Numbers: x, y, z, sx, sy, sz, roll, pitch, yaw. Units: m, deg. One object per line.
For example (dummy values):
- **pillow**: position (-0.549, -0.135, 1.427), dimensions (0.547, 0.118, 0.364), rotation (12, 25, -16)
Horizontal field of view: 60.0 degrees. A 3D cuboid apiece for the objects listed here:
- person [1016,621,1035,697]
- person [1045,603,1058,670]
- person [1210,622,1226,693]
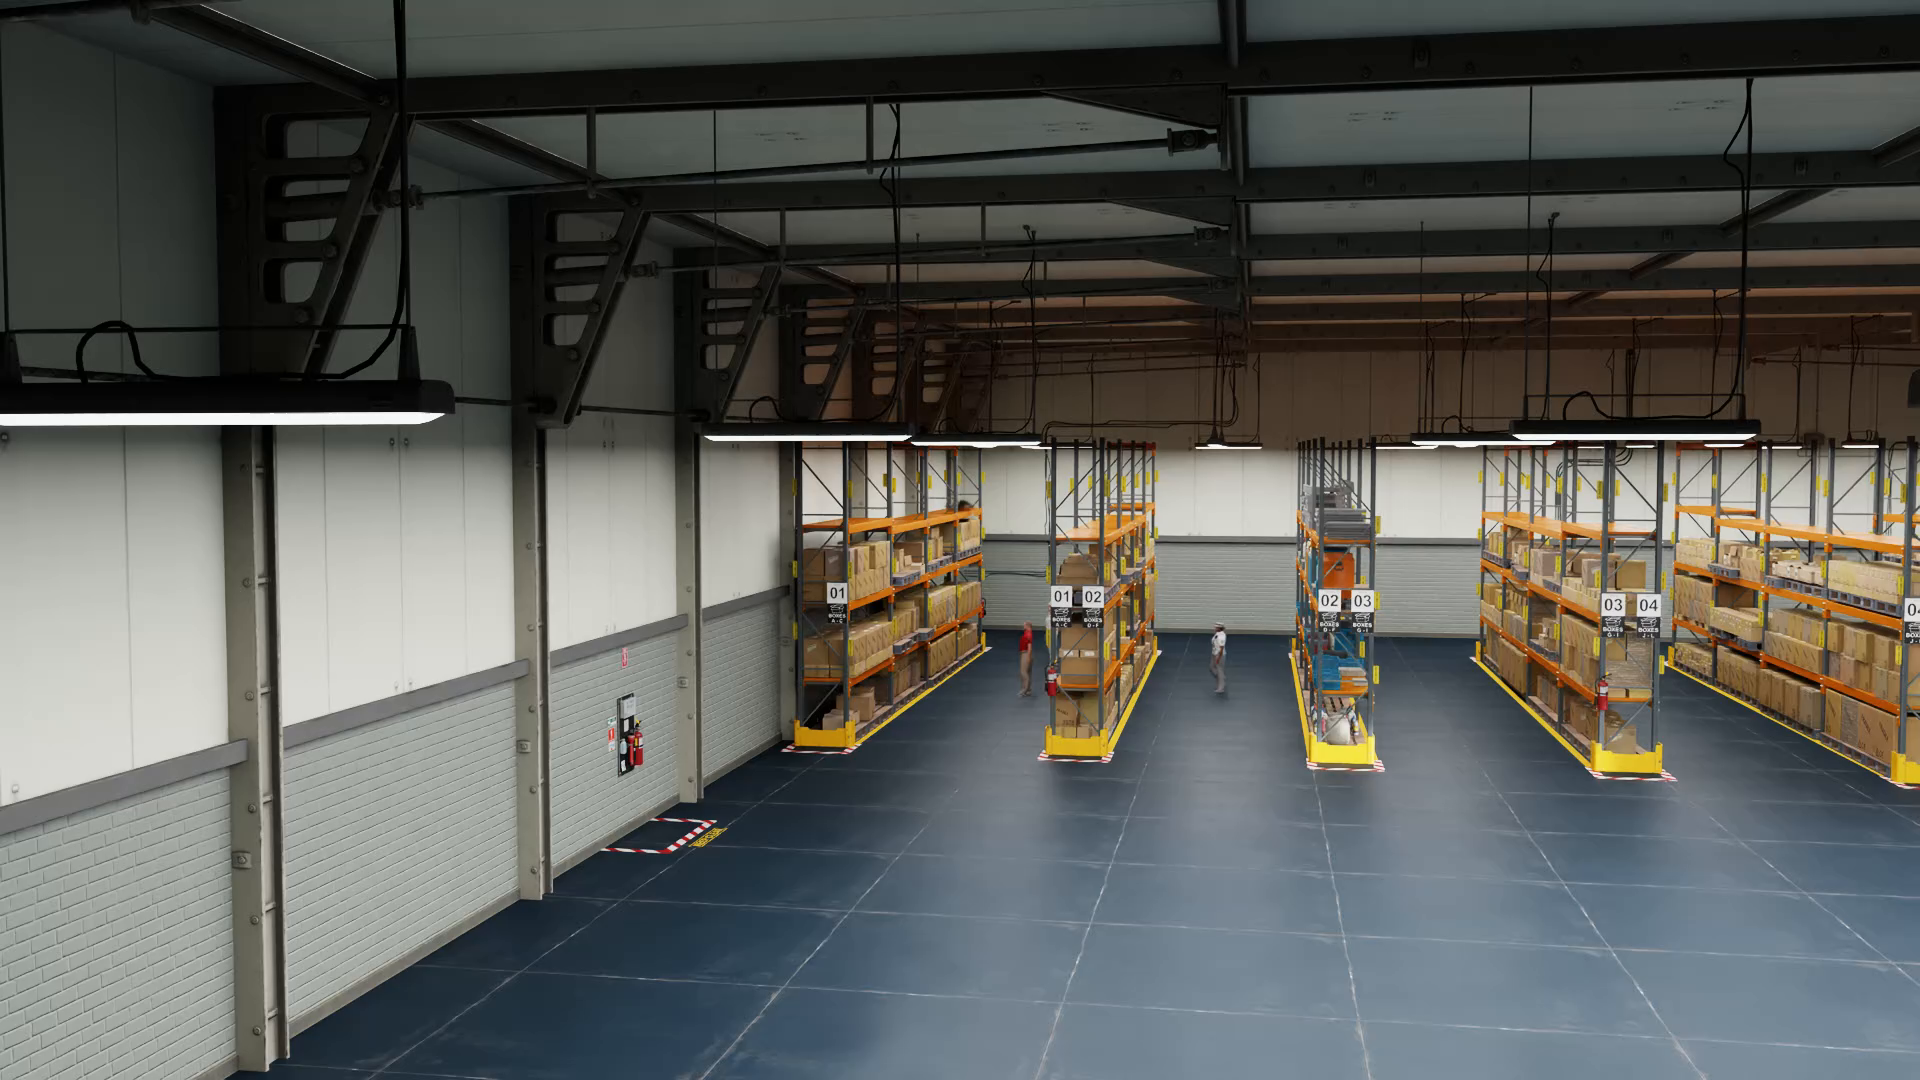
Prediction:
- **person**: position (1.545, 2.793, 39.212), dimensions (0.416, 1.760, 0.657), rotation (0, 3, 6)
- **person**: position (2.402, 2.515, 43.775), dimensions (0.441, 1.785, 0.585), rotation (0, 3, -8)
- **person**: position (6.196, 2.795, 39.715), dimensions (0.403, 1.687, 0.537), rotation (-1, 3, -12)
